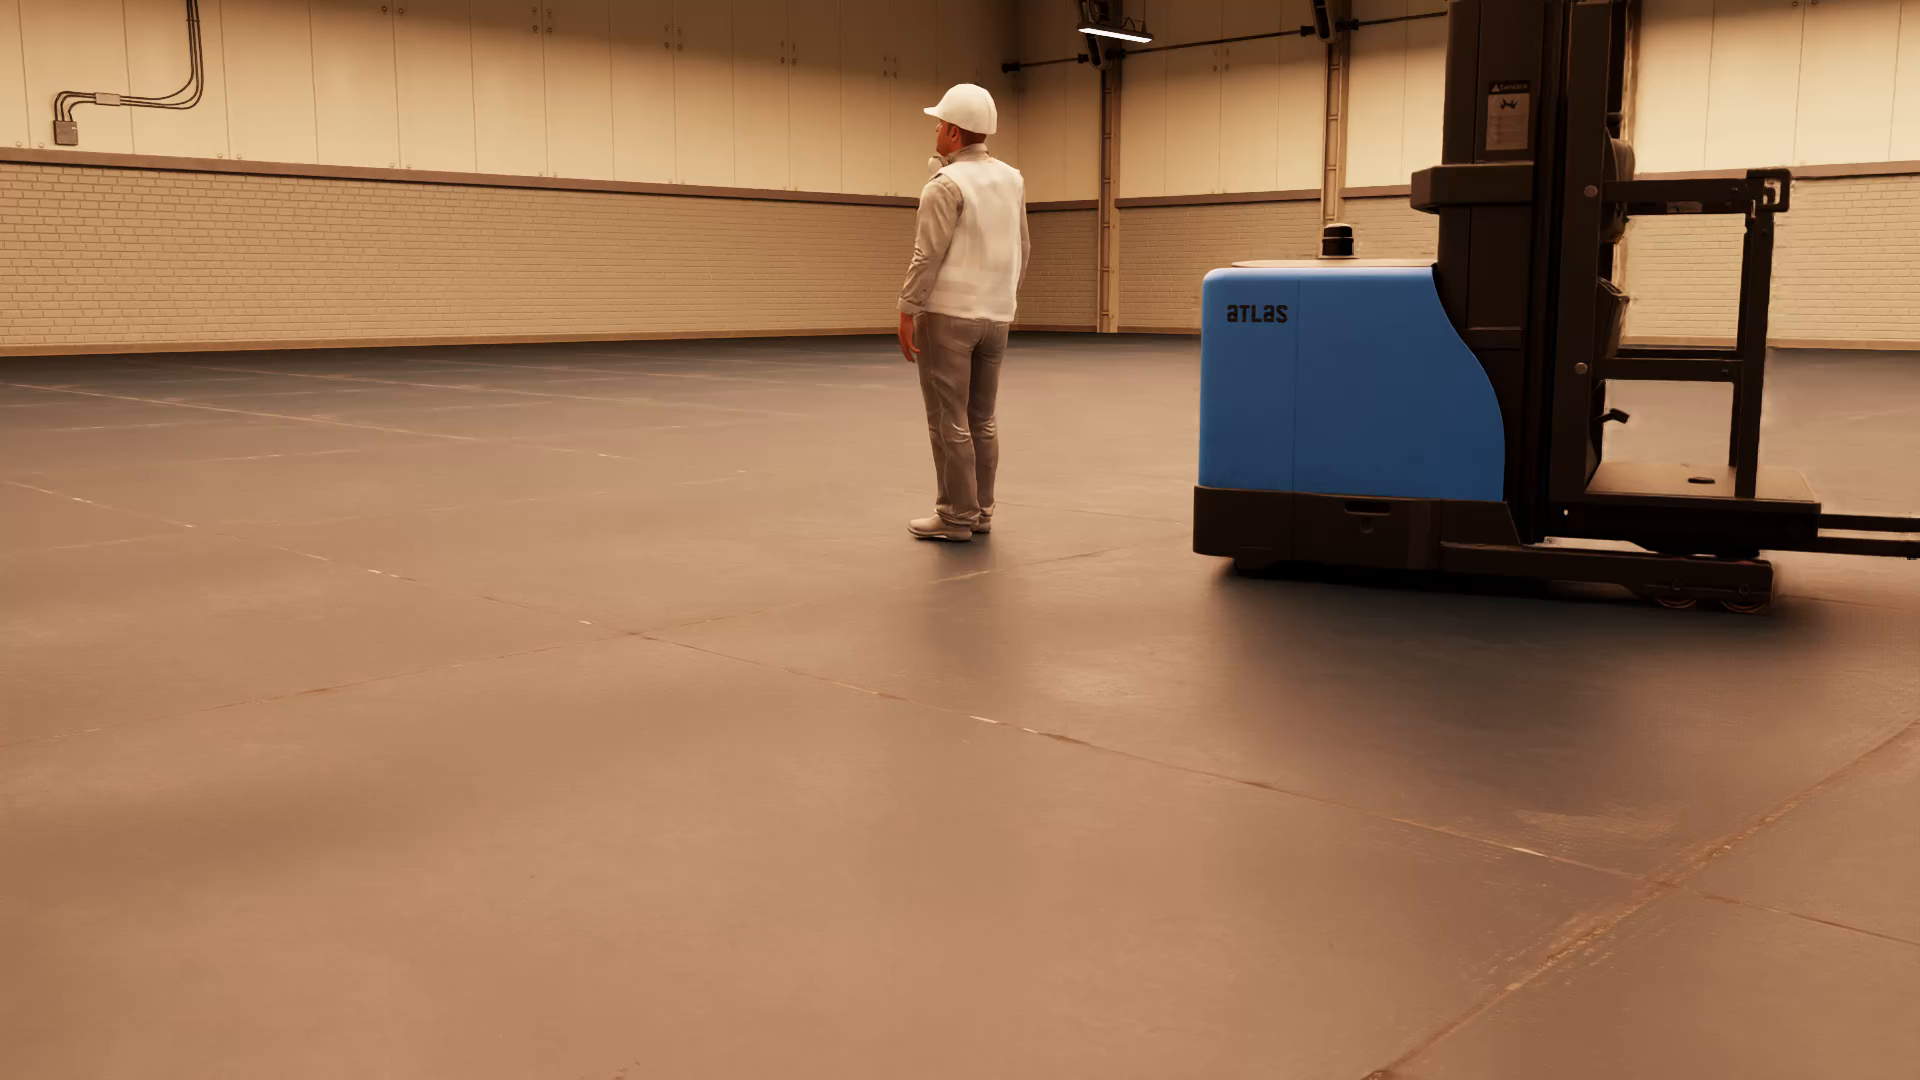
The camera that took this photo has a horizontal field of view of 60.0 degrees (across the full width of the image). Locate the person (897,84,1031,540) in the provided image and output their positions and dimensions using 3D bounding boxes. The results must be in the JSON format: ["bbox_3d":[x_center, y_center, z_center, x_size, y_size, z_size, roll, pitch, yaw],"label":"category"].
[{"bbox_3d":[-0.039,-0.892,6.632,0.568,1.773,0.632,8,12,43],"label":"person"}]

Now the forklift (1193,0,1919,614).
[{"bbox_3d":[2.399,-1.309,5.568,3.031,2.935,1.130,4,9,23],"label":"forklift"}]
